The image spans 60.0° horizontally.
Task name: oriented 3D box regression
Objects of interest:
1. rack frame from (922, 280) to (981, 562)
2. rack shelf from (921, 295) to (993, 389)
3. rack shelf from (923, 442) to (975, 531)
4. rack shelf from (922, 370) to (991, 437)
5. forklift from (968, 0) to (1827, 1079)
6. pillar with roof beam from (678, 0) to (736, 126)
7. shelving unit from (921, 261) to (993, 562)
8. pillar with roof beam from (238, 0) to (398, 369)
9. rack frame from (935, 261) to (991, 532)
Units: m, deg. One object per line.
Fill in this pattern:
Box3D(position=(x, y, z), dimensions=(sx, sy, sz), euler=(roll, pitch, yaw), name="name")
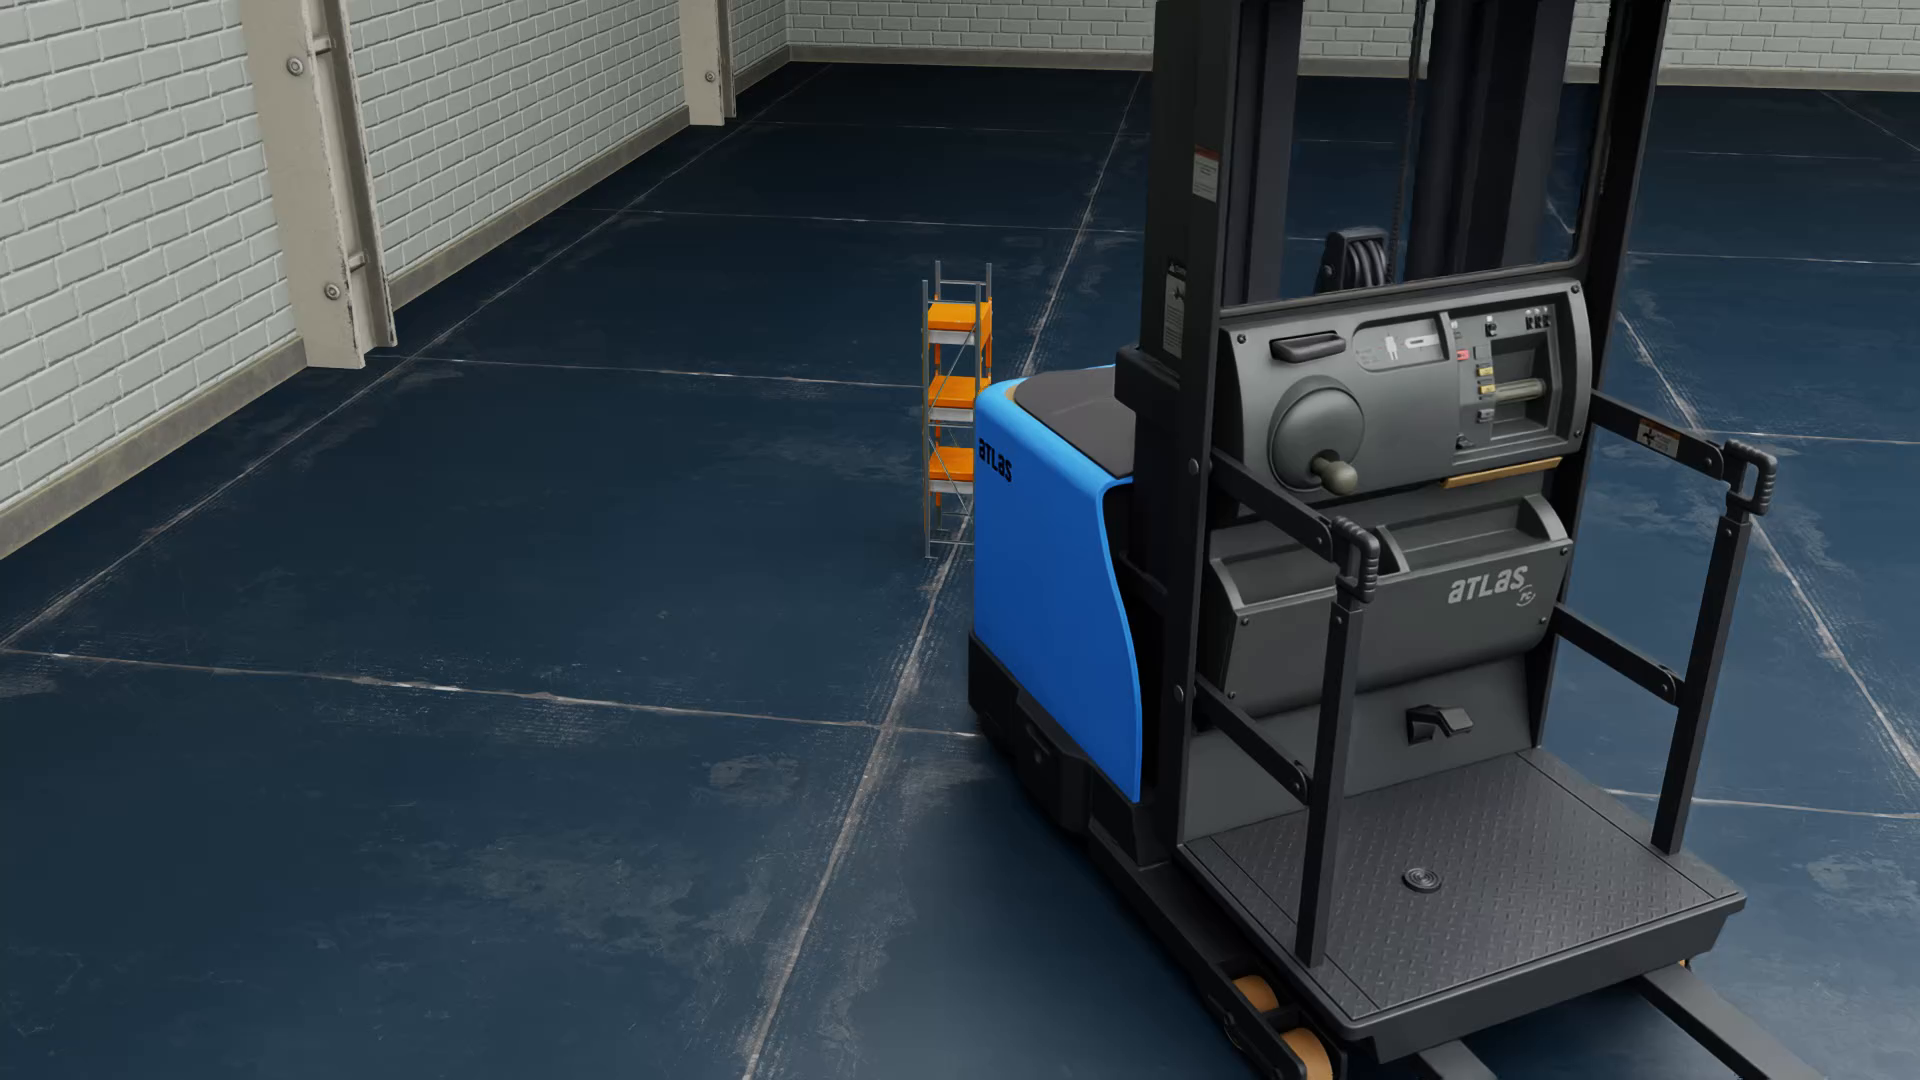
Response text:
Box3D(position=(-0.029, -0.402, 5.871), dimensions=(0.200, 1.050, 0.008), euler=(4, 25, 9), name="rack frame")
Box3D(position=(-0.009, -0.701, 5.864), dimensions=(0.215, 0.259, 0.240), euler=(4, 25, 9), name="rack shelf")
Box3D(position=(-0.009, -0.192, 6.102), dimensions=(0.215, 0.259, 0.240), euler=(4, 25, 9), name="rack shelf")
Box3D(position=(-0.009, -0.444, 5.984), dimensions=(0.215, 0.259, 0.240), euler=(4, 25, 9), name="rack shelf")
Box3D(position=(1.081, -0.303, 3.440), dimensions=(1.130, 2.935, 3.031), euler=(-11, 27, -21), name="forklift")
Box3D(position=(2.219, -7.203, 11.024), dimensions=(9.100, 9.000, 0.400), euler=(4, 25, 9), name="pillar with roof beam")
Box3D(position=(-0.009, -0.453, 5.980), dimensions=(0.215, 1.050, 0.252), euler=(4, 25, 9), name="shelving unit")
Box3D(position=(1.238, -4.694, 5.663), dimensions=(9.100, 9.000, 0.400), euler=(4, 25, 9), name="pillar with roof beam")
Box3D(position=(0.011, -0.504, 6.089), dimensions=(0.200, 1.050, 0.008), euler=(4, 25, 9), name="rack frame")
